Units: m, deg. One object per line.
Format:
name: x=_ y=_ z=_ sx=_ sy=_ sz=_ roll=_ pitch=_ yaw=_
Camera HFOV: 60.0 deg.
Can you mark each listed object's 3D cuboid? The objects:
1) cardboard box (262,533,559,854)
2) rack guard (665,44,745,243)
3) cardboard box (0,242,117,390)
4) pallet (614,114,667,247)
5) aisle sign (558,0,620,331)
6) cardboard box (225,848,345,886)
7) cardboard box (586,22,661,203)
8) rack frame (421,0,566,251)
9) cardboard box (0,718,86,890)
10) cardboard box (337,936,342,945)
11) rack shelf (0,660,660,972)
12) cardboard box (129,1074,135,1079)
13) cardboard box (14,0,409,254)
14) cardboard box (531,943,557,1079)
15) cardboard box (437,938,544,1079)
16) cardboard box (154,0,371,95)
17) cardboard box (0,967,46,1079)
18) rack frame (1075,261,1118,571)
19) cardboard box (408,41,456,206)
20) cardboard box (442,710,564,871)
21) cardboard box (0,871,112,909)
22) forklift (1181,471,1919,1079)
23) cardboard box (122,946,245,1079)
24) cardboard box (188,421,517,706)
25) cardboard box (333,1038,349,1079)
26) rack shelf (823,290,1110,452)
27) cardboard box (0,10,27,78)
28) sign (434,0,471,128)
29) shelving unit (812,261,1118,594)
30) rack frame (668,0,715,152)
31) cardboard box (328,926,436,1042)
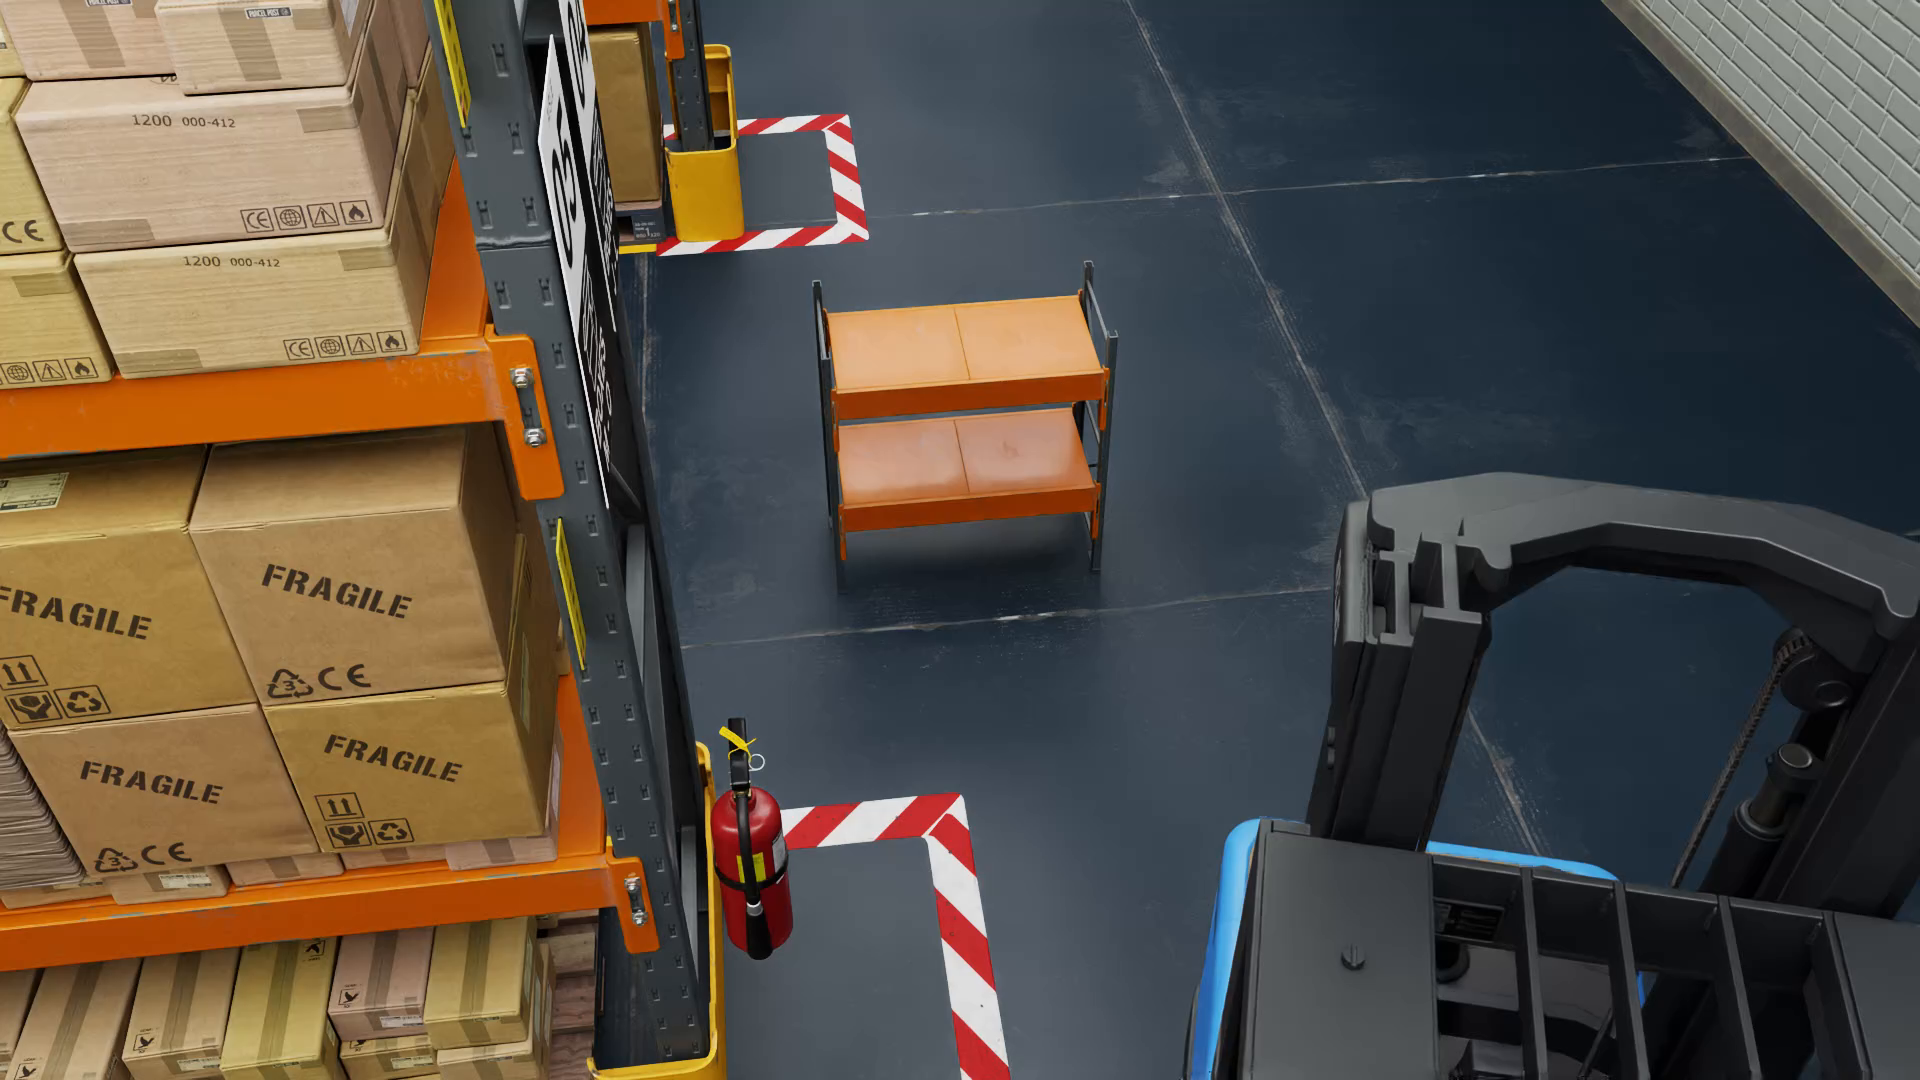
cardboard box: x=-1.232 y=0.350 z=3.826 sx=0.500 sy=0.500 sz=0.500 roll=-4 pitch=42 yaw=-5
rack guard: x=-1.339 y=-2.089 z=8.693 sx=0.348 sy=0.500 sz=1.175 roll=-5 pitch=42 yaw=-6
cardboard box: x=-1.741 y=-0.506 z=2.944 sx=0.500 sy=0.250 sz=0.500 roll=-5 pitch=42 yaw=-5
pallet: x=-2.145 y=-1.858 z=8.653 sx=1.213 sy=0.211 sz=1.003 roll=-5 pitch=42 yaw=-6
aisle sign: x=-0.786 y=-0.883 z=3.549 sx=0.004 sy=0.787 sz=0.394 roll=-5 pitch=42 yaw=-6
cardboard box: x=-1.605 y=0.625 z=4.005 sx=0.250 sy=0.149 sz=0.380 roll=-5 pitch=42 yaw=-6
cardboard box: x=-1.987 y=-2.274 z=8.304 sx=0.875 sy=0.875 sz=0.875 roll=-5 pitch=42 yaw=-6
rack frame: x=-0.820 y=-1.940 z=2.182 sx=0.127 sy=3.000 sz=1.000 roll=-5 pitch=42 yaw=-6
cardboard box: x=-2.245 y=0.442 z=3.724 sx=0.500 sy=0.500 sz=0.500 roll=-5 pitch=42 yaw=-5
cardboard box: x=-1.883 y=1.021 z=4.971 sx=0.250 sy=0.149 sz=0.380 roll=-4 pitch=42 yaw=-5
rack shelf: x=-2.803 y=0.728 z=4.240 sx=4.000 sy=0.370 sz=1.077 roll=-5 pitch=42 yaw=-6
cardboard box: x=-2.333 y=1.415 z=4.535 sx=0.250 sy=0.149 sz=0.380 roll=-4 pitch=42 yaw=-5
cardboard box: x=-1.244 y=-0.747 z=2.838 sx=0.500 sy=0.250 sz=0.500 roll=-6 pitch=42 yaw=-7
cardboard box: x=-1.315 y=1.374 z=4.802 sx=0.250 sy=0.149 sz=0.380 roll=-4 pitch=42 yaw=-5
cardboard box: x=-1.306 y=1.315 z=4.645 sx=0.250 sy=0.149 sz=0.380 roll=-6 pitch=42 yaw=-7
cardboard box: x=-1.111 y=-0.880 z=2.688 sx=0.250 sy=0.149 sz=0.380 roll=-5 pitch=42 yaw=-6
cardboard box: x=-2.609 y=1.264 z=4.480 sx=0.250 sy=0.149 sz=0.380 roll=-6 pitch=42 yaw=-7
rack frame: x=0.511 y=-0.462 z=6.423 sx=0.032 sy=1.125 sz=0.500 roll=-5 pitch=42 yaw=-6
cardboard box: x=-1.298 y=-0.901 z=3.382 sx=0.500 sy=0.250 sz=0.500 roll=-4 pitch=42 yaw=-4
cardboard box: x=-1.106 y=0.597 z=4.036 sx=0.250 sy=0.149 sz=0.380 roll=-5 pitch=42 yaw=-5
cardboard box: x=-2.120 y=0.666 z=3.959 sx=0.250 sy=0.149 sz=0.380 roll=-7 pitch=42 yaw=-7
forklift: x=0.938 y=1.456 z=2.947 sx=1.130 sy=2.935 sz=3.031 roll=7 pitch=43 yaw=8
cardboard box: x=-2.074 y=1.254 z=4.490 sx=0.250 sy=0.149 sz=0.380 roll=-7 pitch=42 yaw=-7
cardboard box: x=-1.241 y=-0.026 z=3.497 sx=0.500 sy=0.500 sz=0.500 roll=-6 pitch=42 yaw=-6
cardboard box: x=-1.821 y=1.361 z=4.594 sx=0.250 sy=0.149 sz=0.380 roll=-7 pitch=42 yaw=-7
rack shelf: x=0.007 y=-0.636 z=6.178 sx=1.000 sy=0.278 sz=0.538 roll=-5 pitch=42 yaw=-6
cardboard box: x=-1.623 y=-0.901 z=2.711 sx=0.250 sy=0.149 sz=0.380 roll=-6 pitch=42 yaw=-7
sign: x=-0.768 y=-0.785 z=2.480 sx=0.005 sy=0.325 sz=0.100 roll=-5 pitch=42 yaw=-6
shelving unit: x=0.007 y=-0.418 z=6.374 sx=1.048 sy=1.125 sz=0.538 roll=-5 pitch=42 yaw=-6
rack frame: x=-1.363 y=-3.015 z=7.853 sx=0.127 sy=3.000 sz=1.000 roll=-5 pitch=42 yaw=-6
cardboard box: x=-1.568 y=1.167 z=4.587 sx=0.250 sy=0.149 sz=0.380 roll=-4 pitch=42 yaw=-5
